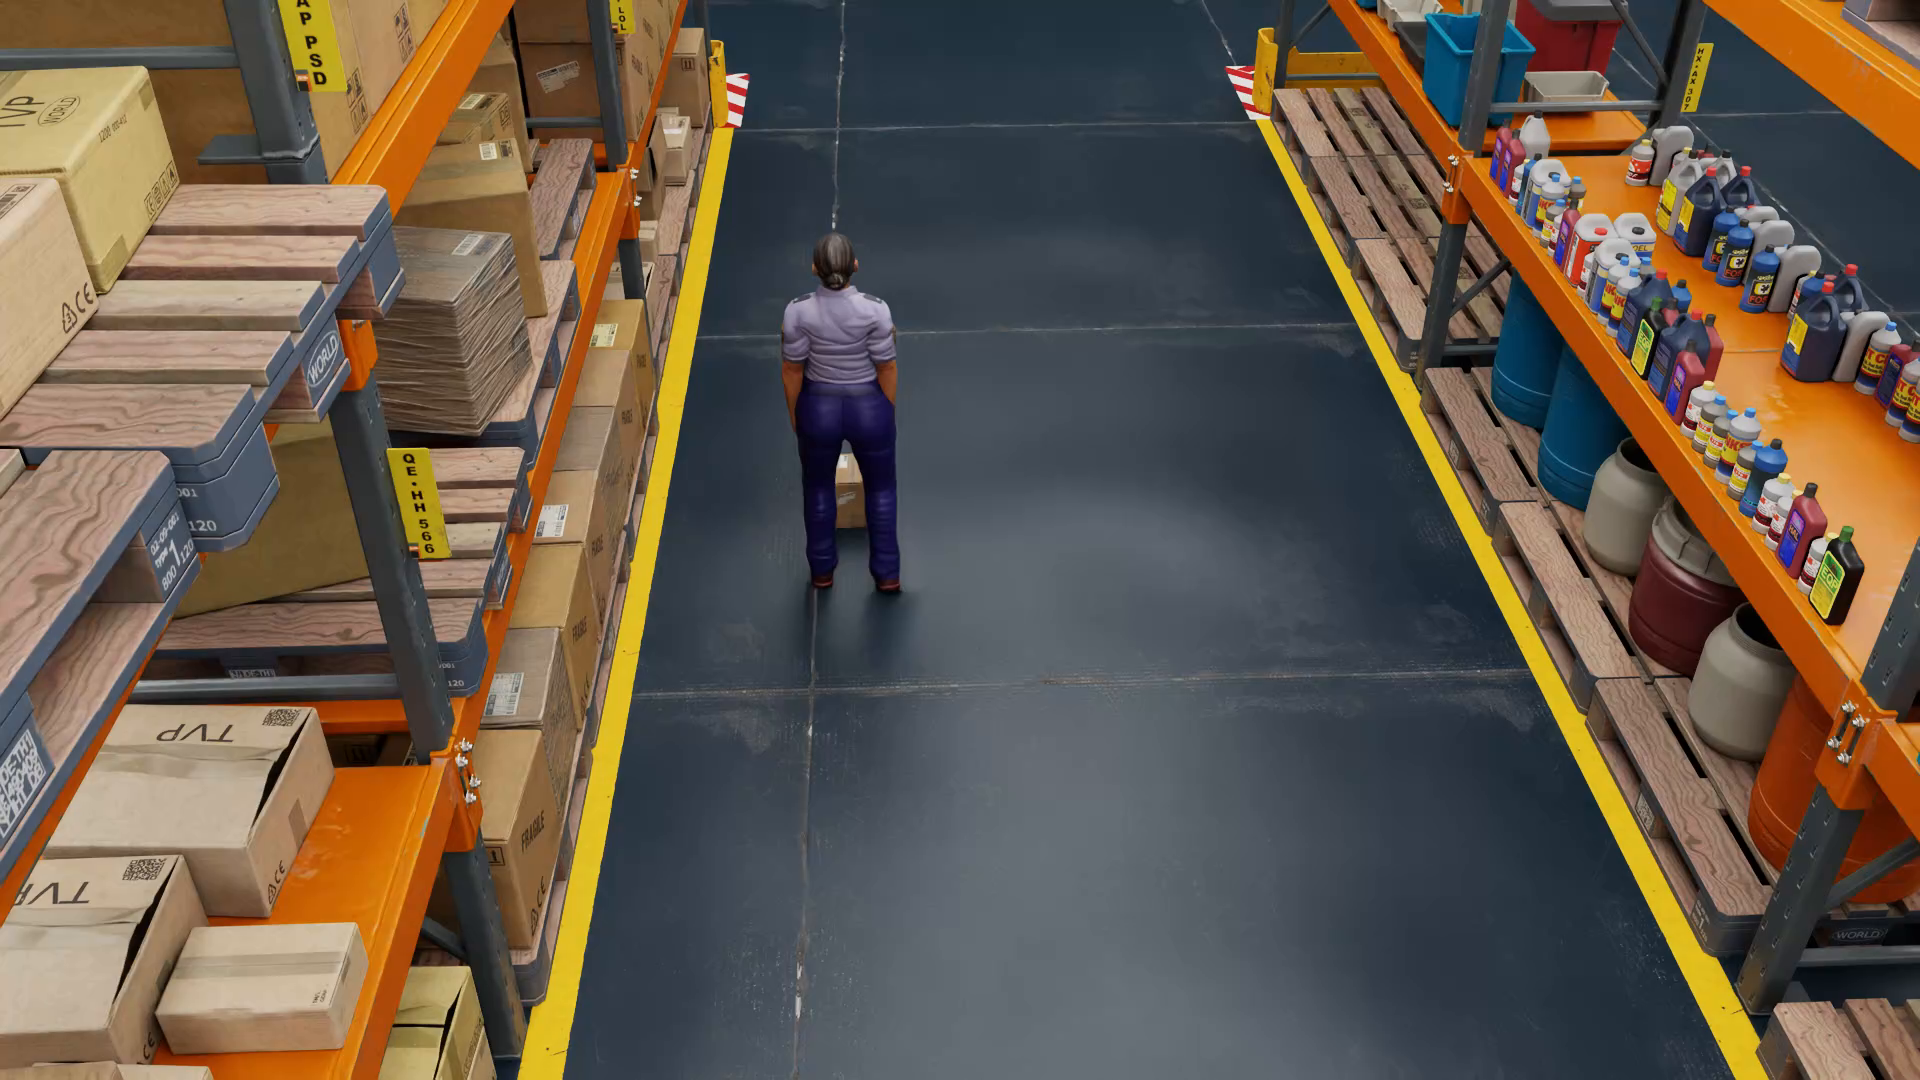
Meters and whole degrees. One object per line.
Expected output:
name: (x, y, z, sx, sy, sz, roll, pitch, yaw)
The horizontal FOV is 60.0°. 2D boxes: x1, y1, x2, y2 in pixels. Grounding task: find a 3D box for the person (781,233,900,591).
person: (-0.490, -0.504, 6.907, 0.468, 1.659, 0.344, -1, 35, -1)
